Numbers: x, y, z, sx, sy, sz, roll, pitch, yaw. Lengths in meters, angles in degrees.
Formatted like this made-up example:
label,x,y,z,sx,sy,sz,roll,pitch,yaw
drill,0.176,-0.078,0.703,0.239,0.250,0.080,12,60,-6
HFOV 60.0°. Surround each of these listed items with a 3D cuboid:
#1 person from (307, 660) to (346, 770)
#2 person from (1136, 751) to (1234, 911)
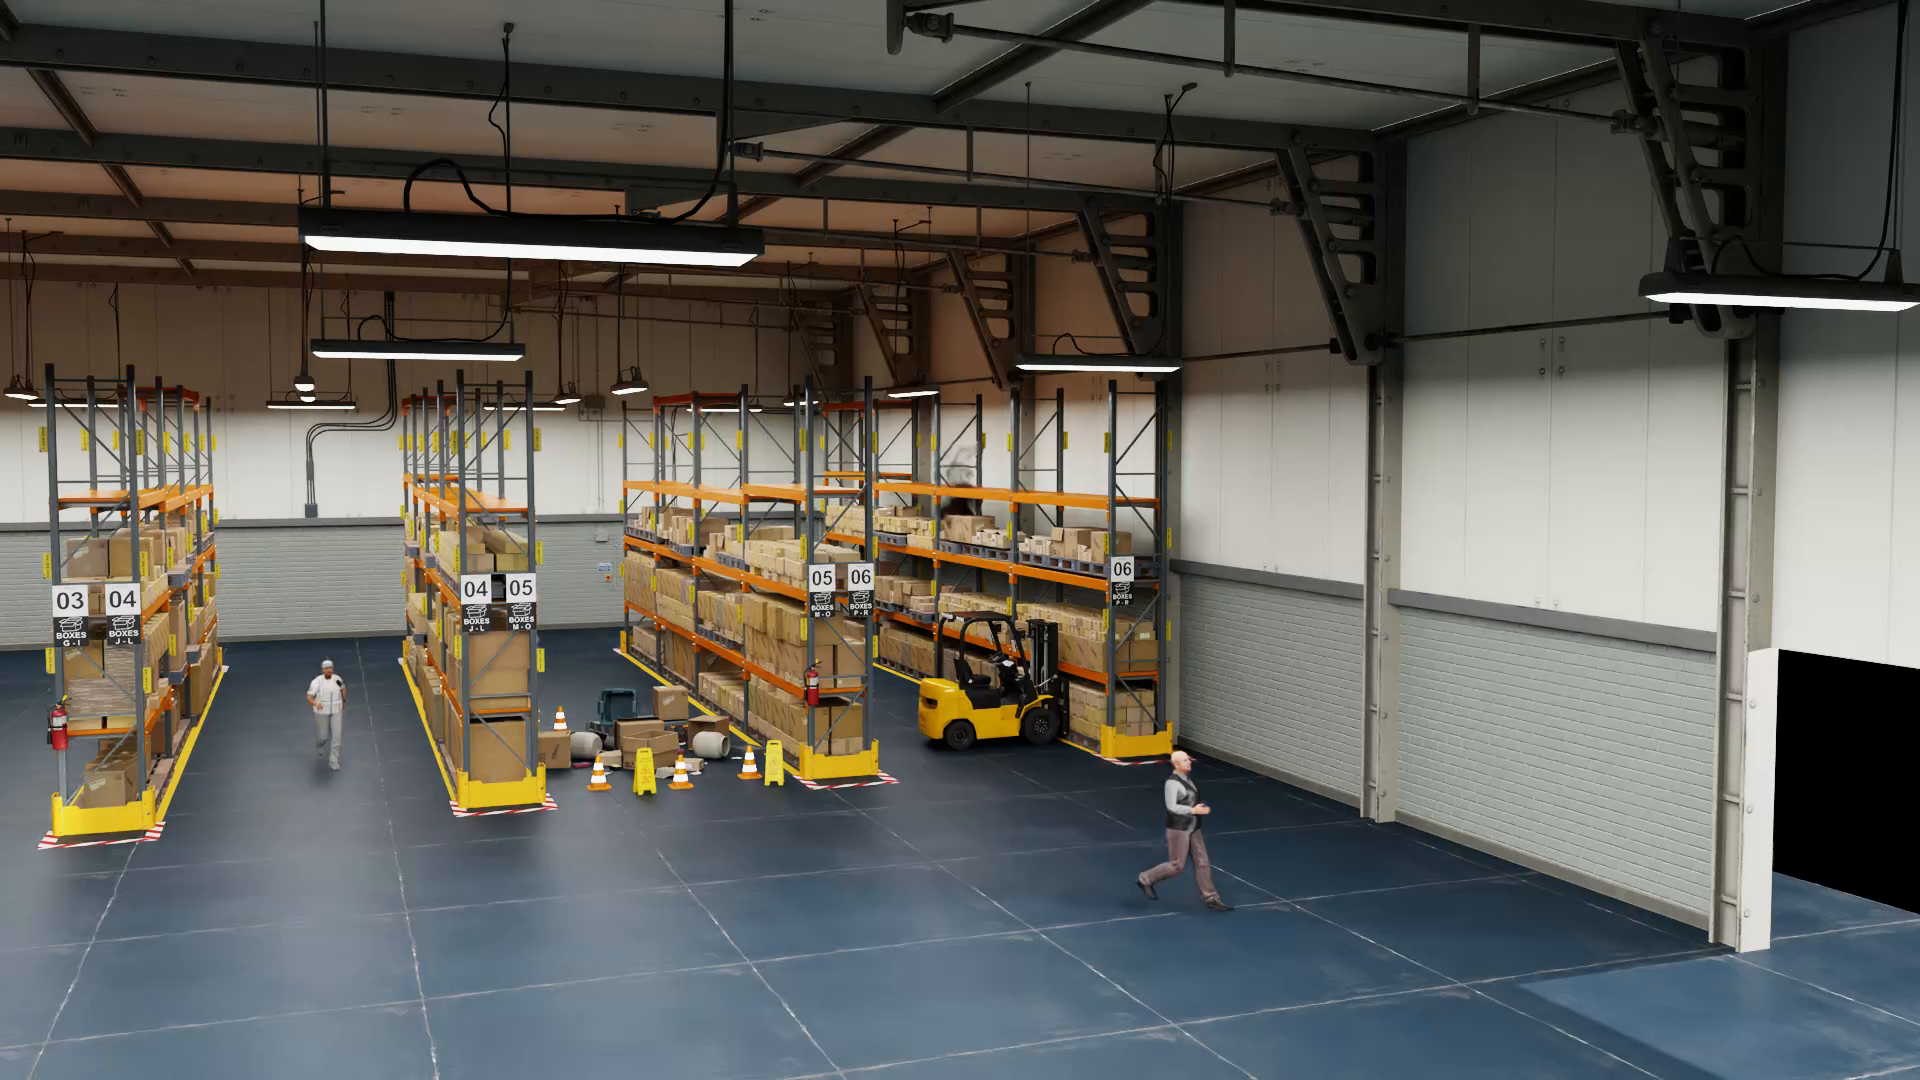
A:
label,x,y,z,sx,sy,sz,roll,pitch,yaw
person,-9.786,2.685,25.755,0.612,1.658,0.831,-2,4,-33
person,2.408,3.086,17.735,1.054,1.681,0.672,2,4,29
